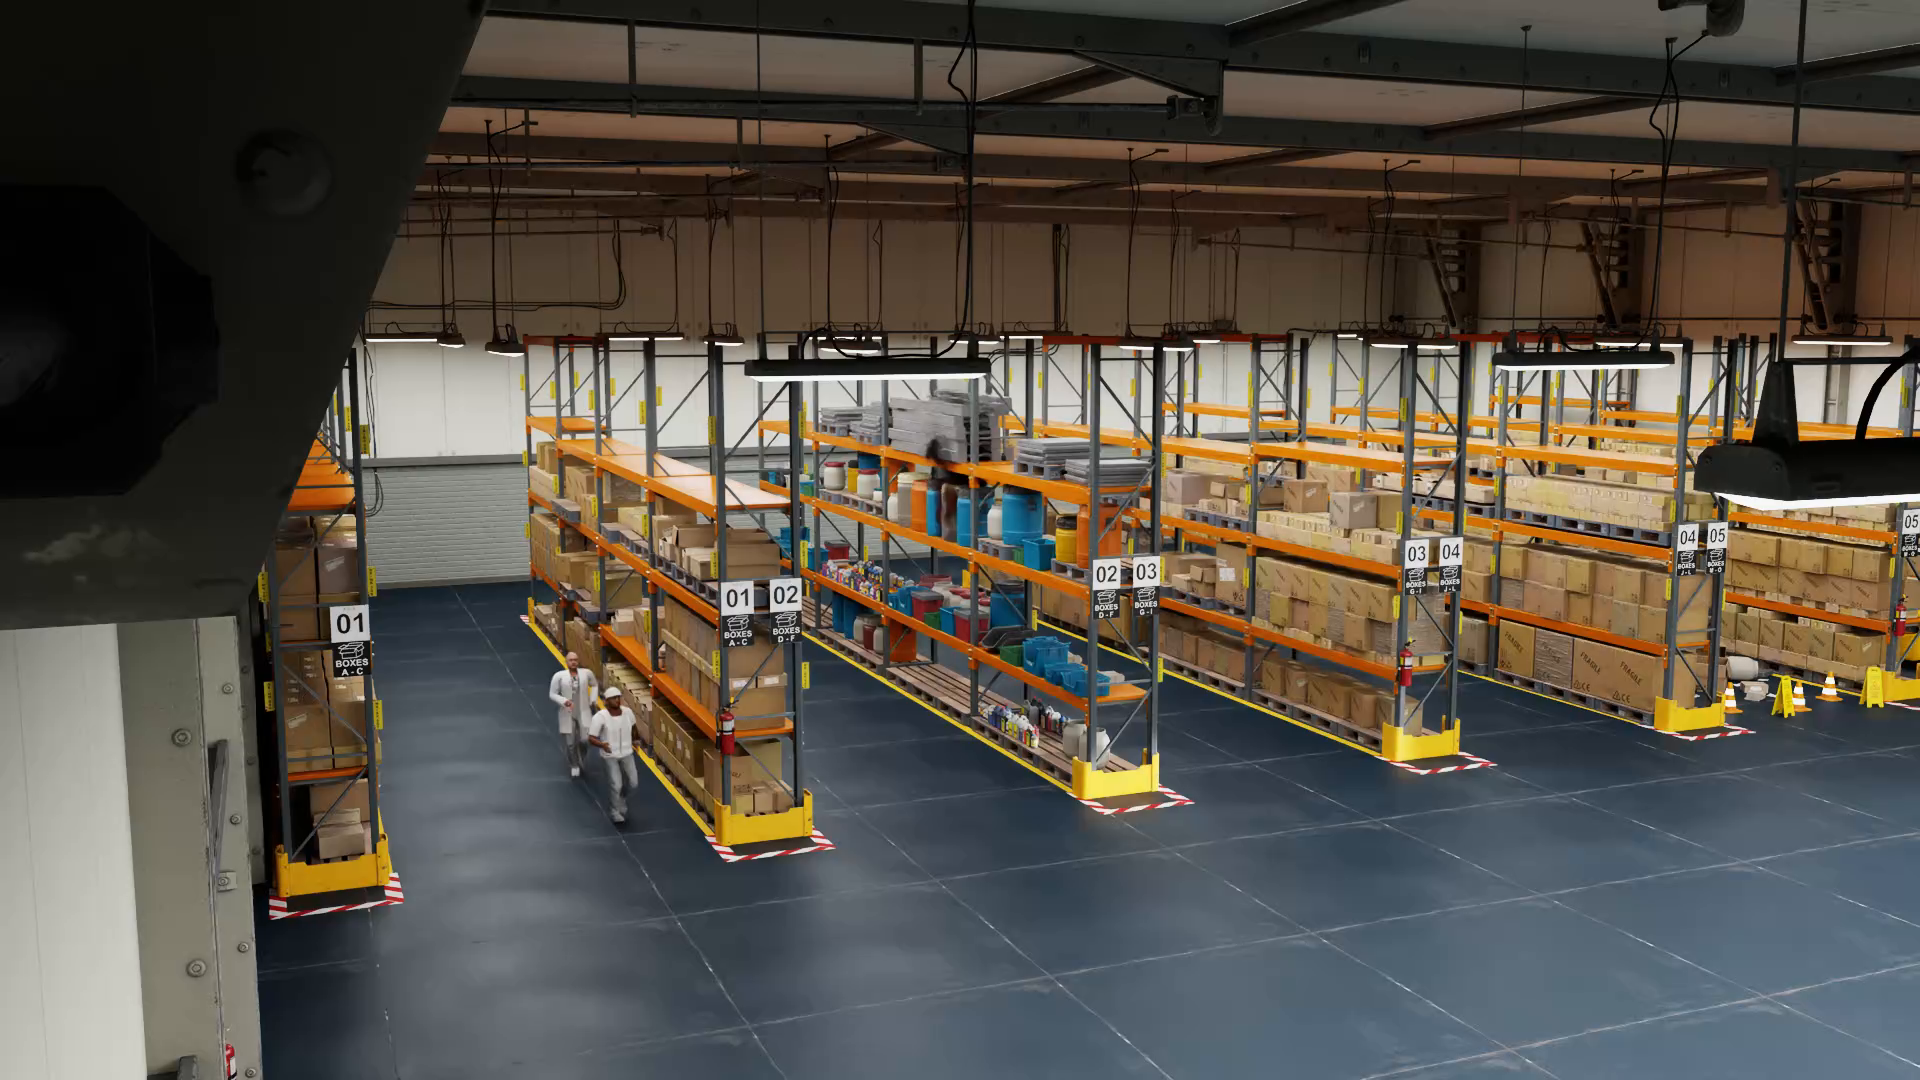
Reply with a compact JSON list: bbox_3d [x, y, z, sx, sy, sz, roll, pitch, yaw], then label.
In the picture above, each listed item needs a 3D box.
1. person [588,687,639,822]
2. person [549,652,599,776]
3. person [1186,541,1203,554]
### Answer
[{"bbox_3d":[-4.305,2.702,20.907,0.678,1.720,0.589,-5,9,-35],"label":"person"},{"bbox_3d":[-5.314,2.419,23.001,0.696,1.739,0.626,-3,8,-19],"label":"person"},{"bbox_3d":[5.881,-0.029,41.530,0.653,1.697,0.747,3,8,20],"label":"person"}]
